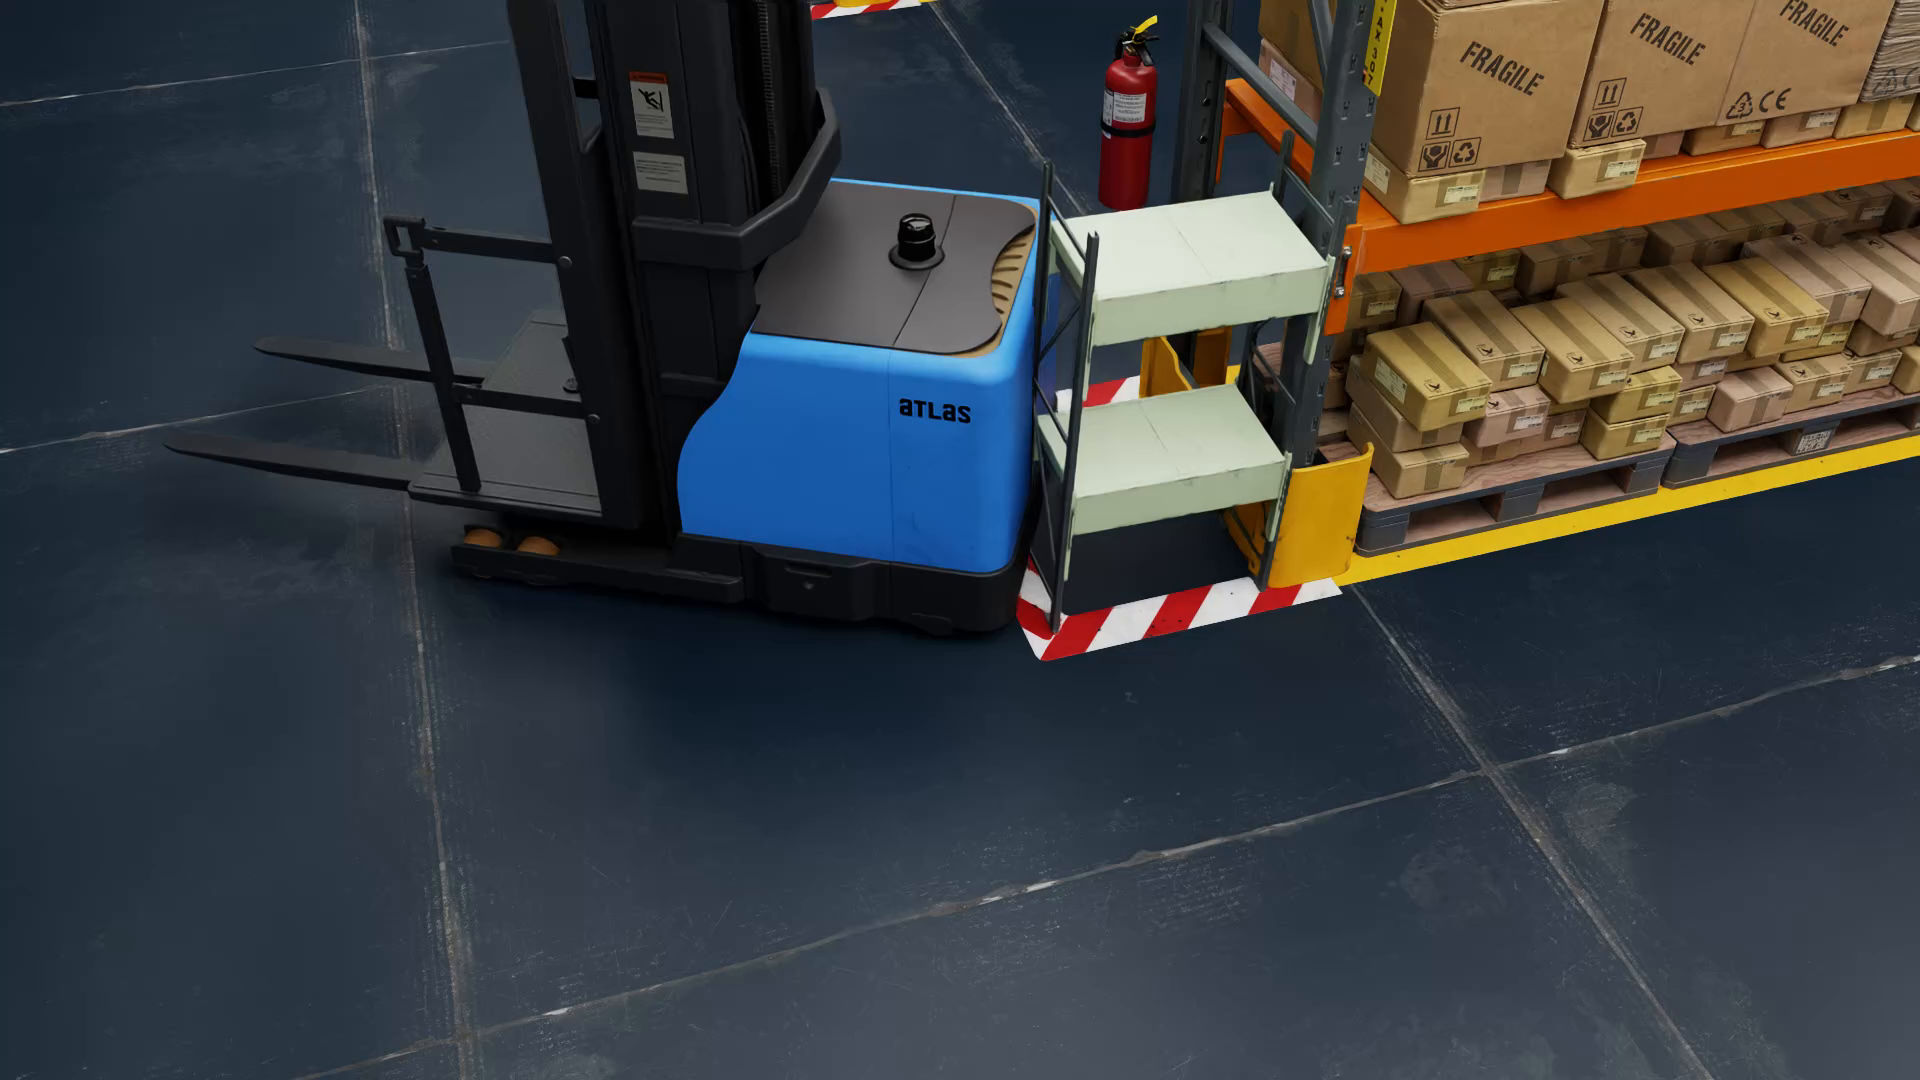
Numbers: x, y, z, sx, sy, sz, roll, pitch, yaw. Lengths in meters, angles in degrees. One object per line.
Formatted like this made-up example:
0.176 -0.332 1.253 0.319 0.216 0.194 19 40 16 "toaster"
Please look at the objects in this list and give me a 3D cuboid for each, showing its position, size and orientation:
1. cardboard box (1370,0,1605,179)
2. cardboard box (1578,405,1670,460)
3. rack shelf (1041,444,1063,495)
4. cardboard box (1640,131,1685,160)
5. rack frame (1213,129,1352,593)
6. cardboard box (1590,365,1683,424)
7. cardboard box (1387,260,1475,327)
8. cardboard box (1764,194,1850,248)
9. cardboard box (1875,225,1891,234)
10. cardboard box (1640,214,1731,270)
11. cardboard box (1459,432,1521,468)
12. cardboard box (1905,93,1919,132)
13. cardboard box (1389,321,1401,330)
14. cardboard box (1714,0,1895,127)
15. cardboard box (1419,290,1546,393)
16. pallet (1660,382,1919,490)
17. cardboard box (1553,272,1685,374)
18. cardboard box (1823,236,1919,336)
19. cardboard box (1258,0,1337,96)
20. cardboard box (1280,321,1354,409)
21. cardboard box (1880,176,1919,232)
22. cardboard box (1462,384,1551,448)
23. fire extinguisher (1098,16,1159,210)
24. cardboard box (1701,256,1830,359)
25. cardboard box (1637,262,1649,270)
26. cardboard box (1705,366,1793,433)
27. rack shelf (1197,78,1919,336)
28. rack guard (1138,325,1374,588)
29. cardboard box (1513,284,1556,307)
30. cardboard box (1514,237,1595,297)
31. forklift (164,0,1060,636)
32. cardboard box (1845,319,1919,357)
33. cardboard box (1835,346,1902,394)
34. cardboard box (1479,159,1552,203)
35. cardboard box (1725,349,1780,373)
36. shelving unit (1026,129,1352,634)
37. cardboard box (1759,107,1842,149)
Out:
1.443 -1.408 4.779 0.500 0.500 0.500 -10 42 -11 "cardboard box"
2.264 -0.468 5.854 0.250 0.149 0.380 -11 42 -13 "cardboard box"
0.619 -0.256 5.263 0.664 0.071 0.332 -10 45 -13 "rack shelf"
2.048 -1.339 5.194 0.250 0.149 0.380 -10 42 -11 "cardboard box"
0.977 -0.505 5.172 0.023 1.500 0.400 -10 45 -13 "rack frame"
2.271 -0.587 5.763 0.250 0.149 0.380 -10 42 -12 "cardboard box"
1.617 -0.928 5.928 0.250 0.149 0.380 -11 42 -12 "cardboard box"
3.105 -1.235 6.279 0.250 0.149 0.380 -13 43 -15 "cardboard box"
3.610 -1.230 6.500 0.250 0.149 0.380 -14 43 -15 "cardboard box"
2.616 -1.141 6.172 0.250 0.149 0.380 -13 43 -14 "cardboard box"
1.752 -0.433 5.813 0.250 0.149 0.380 -12 43 -13 "cardboard box"
3.075 -1.481 5.356 0.250 0.149 0.380 -11 42 -12 "cardboard box"
1.615 -0.840 6.054 0.250 0.149 0.380 -13 43 -14 "cardboard box"
2.417 -1.618 5.020 0.500 0.500 0.500 -11 42 -12 "cardboard box"
1.760 -0.672 5.634 0.250 0.149 0.380 -11 42 -12 "cardboard box"
2.951 -0.685 6.373 1.213 0.211 1.003 -12 42 -13 "pallet"
2.251 -0.742 5.715 0.250 0.149 0.380 -14 43 -15 "cardboard box"
3.264 -0.904 5.901 0.250 0.149 0.380 -13 43 -15 "cardboard box"
1.283 -1.743 5.163 0.500 0.500 0.500 -11 42 -12 "cardboard box"
1.371 -0.662 6.076 0.250 0.149 0.380 -11 42 -12 "cardboard box"
3.607 -1.340 6.399 0.250 0.149 0.380 -13 43 -14 "cardboard box"
1.786 -0.500 5.664 0.250 0.149 0.380 -12 43 -13 "cardboard box"
0.553 -1.413 5.430 0.183 0.674 0.296 -12 42 -13 "fire extinguisher"
2.783 -0.814 5.797 0.250 0.149 0.380 -11 42 -12 "cardboard box"
2.584 -1.076 6.323 0.250 0.149 0.380 -10 42 -11 "cardboard box"
2.742 -0.573 5.974 0.250 0.149 0.380 -14 43 -15 "cardboard box"
2.839 -1.467 5.696 4.000 0.370 1.077 -12 42 -13 "rack shelf"
1.004 -0.416 5.846 0.348 0.500 1.175 -12 42 -13 "rack guard"
2.132 -0.915 6.139 0.250 0.149 0.380 -12 43 -14 "cardboard box"
2.092 -1.071 6.091 0.250 0.149 0.380 -13 43 -15 "cardboard box"
-1.225 -1.258 5.010 3.031 2.867 1.129 8 42 9 "forklift"
3.270 -0.852 6.067 0.250 0.149 0.380 -14 43 -15 "cardboard box"
3.219 -0.712 6.133 0.250 0.149 0.380 -11 42 -12 "cardboard box"
1.569 -1.183 5.015 0.250 0.149 0.380 -10 42 -12 "cardboard box"
2.741 -0.778 5.983 0.250 0.149 0.380 -10 42 -11 "cardboard box"
0.627 -0.442 5.088 0.755 1.500 0.431 -10 45 -13 "shelving unit"
2.558 -1.409 5.273 0.250 0.149 0.380 -12 43 -14 "cardboard box"
